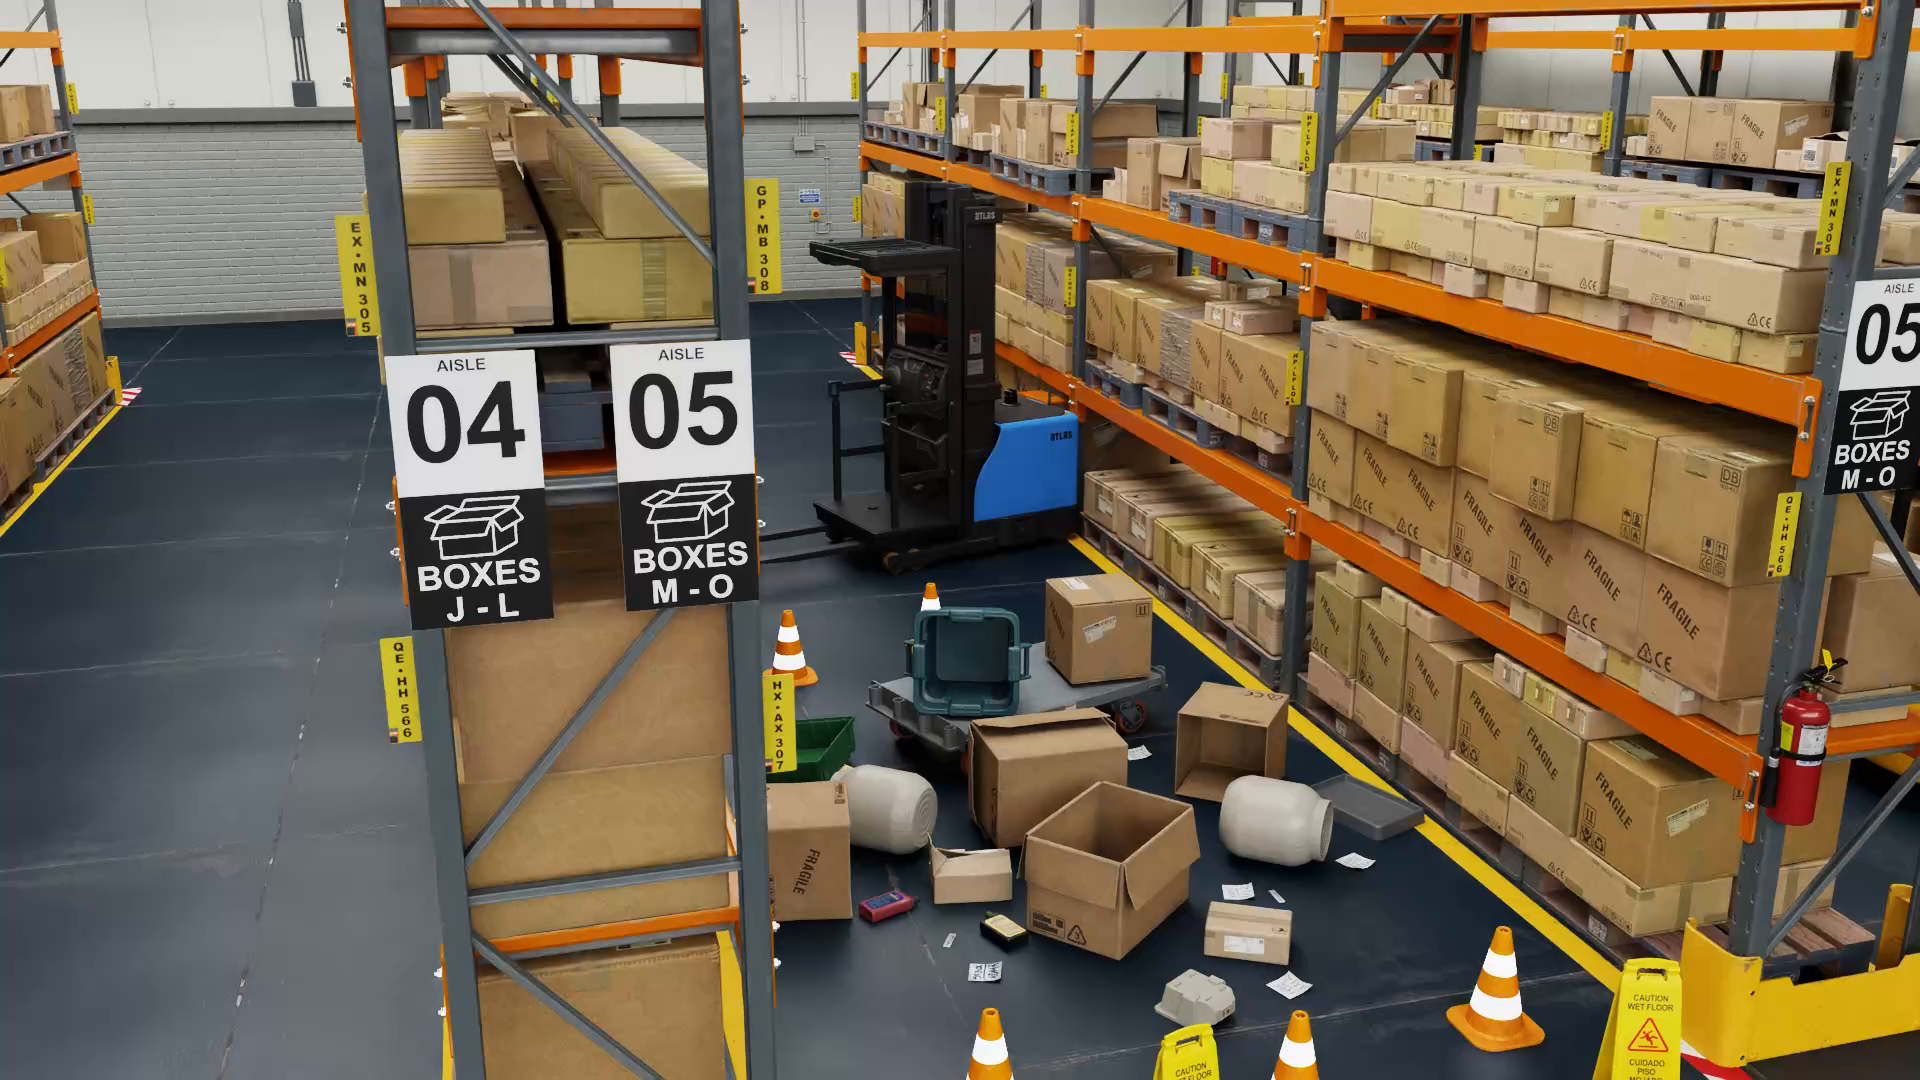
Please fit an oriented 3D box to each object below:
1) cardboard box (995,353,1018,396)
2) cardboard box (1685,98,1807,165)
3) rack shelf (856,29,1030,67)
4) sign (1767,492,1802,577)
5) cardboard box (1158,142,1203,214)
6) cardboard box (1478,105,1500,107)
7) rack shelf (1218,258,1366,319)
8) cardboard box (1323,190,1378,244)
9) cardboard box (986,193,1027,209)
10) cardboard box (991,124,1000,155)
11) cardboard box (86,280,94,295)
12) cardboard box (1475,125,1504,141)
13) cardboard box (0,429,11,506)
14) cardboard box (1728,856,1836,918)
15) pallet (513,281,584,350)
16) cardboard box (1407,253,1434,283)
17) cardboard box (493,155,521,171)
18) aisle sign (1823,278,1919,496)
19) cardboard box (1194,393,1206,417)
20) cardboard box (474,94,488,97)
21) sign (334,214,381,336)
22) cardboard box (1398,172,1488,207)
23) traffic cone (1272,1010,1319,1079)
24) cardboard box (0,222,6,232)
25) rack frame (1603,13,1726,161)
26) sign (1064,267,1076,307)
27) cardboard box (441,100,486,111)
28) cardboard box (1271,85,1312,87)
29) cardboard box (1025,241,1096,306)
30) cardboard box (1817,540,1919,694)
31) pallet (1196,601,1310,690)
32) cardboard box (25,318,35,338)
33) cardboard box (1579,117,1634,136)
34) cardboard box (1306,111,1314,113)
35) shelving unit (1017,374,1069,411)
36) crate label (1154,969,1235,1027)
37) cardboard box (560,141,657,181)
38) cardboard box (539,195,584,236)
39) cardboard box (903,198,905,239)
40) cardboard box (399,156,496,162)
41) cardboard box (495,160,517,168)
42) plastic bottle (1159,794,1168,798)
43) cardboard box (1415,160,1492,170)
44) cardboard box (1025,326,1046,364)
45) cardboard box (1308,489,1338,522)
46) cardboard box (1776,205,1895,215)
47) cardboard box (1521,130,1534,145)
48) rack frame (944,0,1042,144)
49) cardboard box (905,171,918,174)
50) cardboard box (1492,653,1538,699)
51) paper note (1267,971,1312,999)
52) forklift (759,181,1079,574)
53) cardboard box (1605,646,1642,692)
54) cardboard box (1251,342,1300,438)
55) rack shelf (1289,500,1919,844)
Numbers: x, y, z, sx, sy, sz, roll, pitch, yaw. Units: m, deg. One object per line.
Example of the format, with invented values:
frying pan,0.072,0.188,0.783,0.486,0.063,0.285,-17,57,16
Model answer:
cardboard box,0.837,-1.440,16.496,0.875,0.875,0.875,-4,17,-14
cardboard box,6.405,-3.340,13.566,0.700,0.500,0.500,-5,17,-16
rack shelf,-0.215,-5.561,18.770,1.077,0.370,4.000,-5,17,-15
sign,3.093,-0.019,6.240,0.100,0.325,0.005,-5,17,-15
cardboard box,1.880,-2.631,12.103,0.797,0.503,0.637,-5,17,-15
cardboard box,5.532,-4.488,17.480,0.380,0.149,0.250,-4,17,-14
rack shelf,4.556,-3.273,20.885,1.077,0.370,4.000,-5,17,-15
cardboard box,2.390,-1.822,9.333,0.500,0.250,0.500,-5,17,-16
cardboard box,0.497,-3.616,17.737,0.380,0.149,0.250,-5,17,-16
cardboard box,0.500,-3.711,15.383,0.396,0.266,0.258,-3,17,-11
cardboard box,-9.879,-2.801,18.500,0.380,0.149,0.250,-4,17,-14
cardboard box,5.252,-4.093,16.681,0.380,0.149,0.250,-4,17,-14
cardboard box,-8.753,-0.649,13.860,1.225,0.875,0.875,-5,18,-17
cardboard box,3.676,1.519,7.731,0.500,0.250,0.500,-5,17,-16
pallet,-1.653,-0.869,6.571,1.003,0.211,1.213,-5,17,-15
cardboard box,2.606,-1.460,8.820,0.380,0.149,0.250,-4,17,-14
cardboard box,-2.892,-2.149,9.930,0.500,0.311,0.500,-5,18,-17
aisle sign,3.370,-0.557,6.072,0.394,0.787,0.004,-5,17,-15
cardboard box,1.859,-0.943,11.583,0.380,0.149,0.250,-5,17,-15
cardboard box,-5.331,-4.763,18.078,0.380,0.149,0.250,-4,17,-14
sign,-1.625,-0.716,4.506,0.100,0.325,0.005,-5,17,-15
cardboard box,2.515,-1.825,8.651,0.380,0.149,0.250,-5,17,-16
traffic cone,1.300,2.028,6.396,0.336,0.463,0.334,-5,17,-15
cardboard box,-10.136,-2.988,17.127,0.500,0.500,0.500,-5,17,-17
rack frame,6.205,-4.831,14.393,1.000,3.000,0.127,-5,17,-15
sign,0.901,-2.074,13.631,0.100,0.325,0.005,-5,17,-15
cardboard box,-4.032,-3.442,13.478,0.396,0.266,0.258,-5,17,-15
cardboard box,4.397,-5.817,21.763,0.500,0.250,0.500,-5,17,-17
cardboard box,0.891,-2.355,14.666,0.500,0.500,0.500,-4,17,-14
cardboard box,3.768,0.305,7.032,0.500,0.500,0.500,-5,17,-16
pallet,2.317,0.662,11.381,1.003,0.211,1.213,-5,17,-15
cardboard box,-9.101,-2.021,15.902,0.380,0.149,0.250,-4,17,-13
cardboard box,5.826,-3.728,14.985,0.380,0.149,0.250,-4,17,-13
cardboard box,4.450,-4.971,19.816,0.500,0.250,0.500,-4,17,-14
shelving unit,0.712,-0.808,14.529,0.258,1.200,0.503,-8,20,-30
crate label,1.024,1.972,7.150,0.298,0.136,0.250,16,23,42
cardboard box,-1.446,-1.561,6.867,0.380,0.149,0.250,-5,17,-16
cardboard box,-1.266,-1.122,6.100,0.500,0.250,0.500,-5,17,-16
cardboard box,-0.342,-3.587,18.769,0.500,0.500,0.500,-4,17,-15
cardboard box,-1.868,-1.298,5.991,0.380,0.149,0.250,-5,17,-16
cardboard box,-2.334,-1.638,7.816,0.500,0.250,0.500,-5,17,-15
plastic bottle,1.084,1.454,9.004,0.133,0.061,0.283,-2,17,-6
cardboard box,2.830,-2.086,9.519,0.380,0.149,0.250,-4,17,-14
cardboard box,0.889,-1.752,14.832,0.500,0.250,0.500,-4,17,-14
cardboard box,2.311,-0.225,9.925,0.380,0.149,0.250,-5,17,-16
cardboard box,3.636,-1.307,6.925,0.380,0.149,0.250,-5,17,-15
cardboard box,5.645,-3.879,16.005,0.380,0.149,0.250,-5,17,-15
rack frame,0.334,-5.544,16.767,1.000,3.000,0.127,-5,17,-15
cardboard box,-0.474,-4.531,20.784,0.380,0.149,0.250,-4,17,-15
cardboard box,2.859,0.654,8.179,0.380,0.149,0.250,-4,17,-13
paper note,1.458,1.966,7.354,0.148,0.019,0.142,-12,20,-34
forklift,-0.534,-1.312,13.224,3.031,2.935,1.130,-10,19,-30
cardboard box,3.097,0.548,7.350,0.380,0.149,0.250,-5,17,-16
cardboard box,2.185,-0.959,10.511,0.500,0.500,0.500,-5,17,-16
rack shelf,3.082,0.440,8.525,1.077,0.370,4.000,-5,17,-15
